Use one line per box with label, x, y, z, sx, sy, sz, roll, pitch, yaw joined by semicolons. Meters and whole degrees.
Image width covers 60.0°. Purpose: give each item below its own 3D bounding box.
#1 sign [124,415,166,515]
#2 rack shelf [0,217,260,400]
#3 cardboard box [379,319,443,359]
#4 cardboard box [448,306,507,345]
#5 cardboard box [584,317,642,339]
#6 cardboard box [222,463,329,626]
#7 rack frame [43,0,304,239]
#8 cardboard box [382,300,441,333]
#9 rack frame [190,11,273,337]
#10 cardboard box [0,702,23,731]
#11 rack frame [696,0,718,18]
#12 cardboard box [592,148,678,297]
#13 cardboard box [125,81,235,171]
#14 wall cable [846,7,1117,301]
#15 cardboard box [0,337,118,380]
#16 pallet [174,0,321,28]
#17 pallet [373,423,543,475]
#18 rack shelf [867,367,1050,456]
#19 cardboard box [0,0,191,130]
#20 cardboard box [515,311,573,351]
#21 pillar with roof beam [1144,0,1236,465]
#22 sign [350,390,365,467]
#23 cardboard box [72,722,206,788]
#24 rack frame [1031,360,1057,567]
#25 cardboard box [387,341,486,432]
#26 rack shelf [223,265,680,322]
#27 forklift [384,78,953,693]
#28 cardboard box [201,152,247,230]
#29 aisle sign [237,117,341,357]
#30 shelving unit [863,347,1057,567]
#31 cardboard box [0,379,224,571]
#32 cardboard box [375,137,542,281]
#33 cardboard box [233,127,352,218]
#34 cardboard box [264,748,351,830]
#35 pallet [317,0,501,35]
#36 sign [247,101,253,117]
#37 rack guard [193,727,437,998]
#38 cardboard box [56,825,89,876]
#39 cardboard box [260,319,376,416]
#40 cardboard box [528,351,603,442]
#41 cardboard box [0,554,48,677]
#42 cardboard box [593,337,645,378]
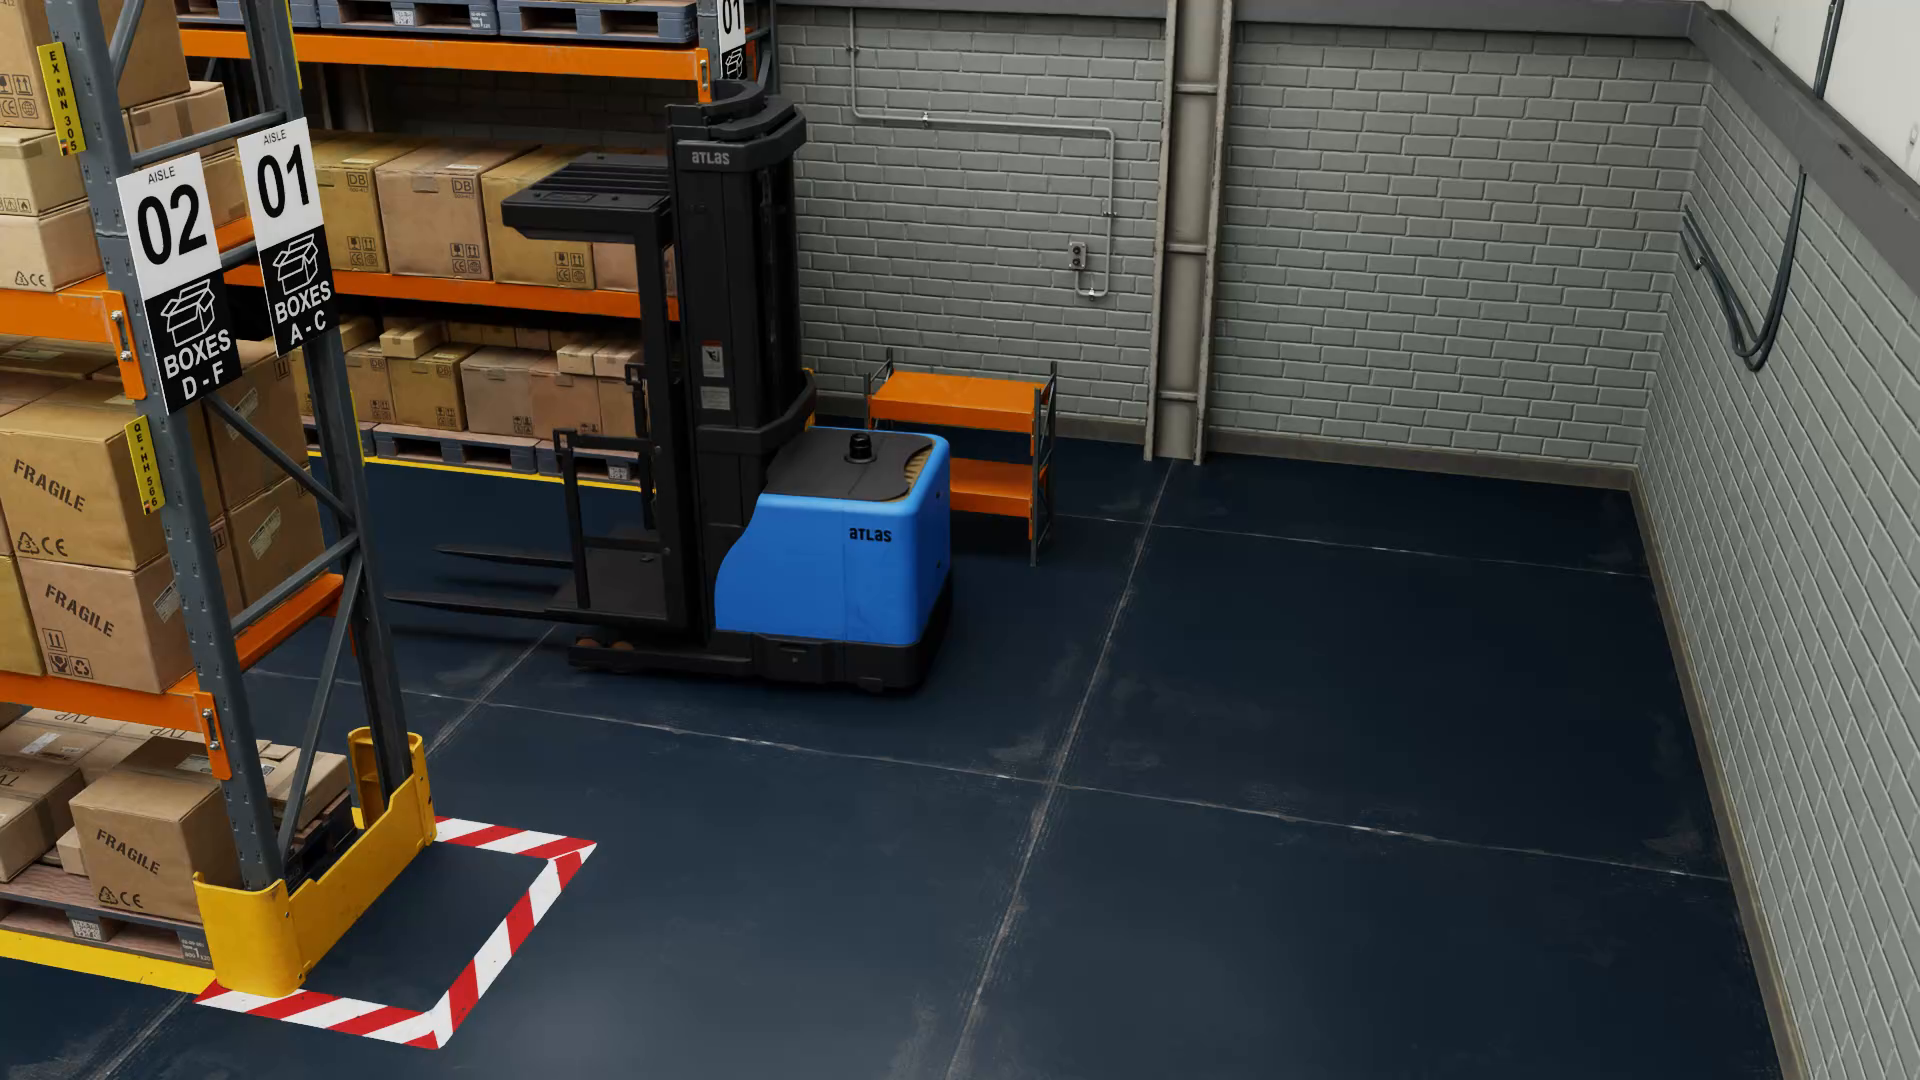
sign;-2.728;-0.250;5.570;0.005;0.325;0.100;6;26;13
rack shelf;-4.508;-1.057;6.328;4.000;0.370;1.077;6;26;13
cardboard box;-3.724;-1.367;11.296;0.250;0.149;0.380;6;26;12
cardboard box;-3.346;-1.495;11.566;0.250;0.149;0.380;6;26;12
cardboard box;-2.363;-1.387;11.338;0.250;0.149;0.380;6;26;13
cardboard box;-2.935;-0.016;6.677;0.500;0.500;0.500;7;26;14
rack frame;-2.571;-2.522;5.078;0.127;3.000;1.000;6;26;13
cardboard box;-3.841;-1.550;11.681;0.250;0.149;0.380;5;26;11
rack frame;-5.215;-2.304;11.600;0.127;3.000;1.000;6;26;13
cardboard box;-4.624;0.886;7.292;0.637;0.503;0.797;6;26;13
rack frame;-1.341;-4.585;9.411;0.127;3.000;1.000;6;26;13
cardboard box;-1.837;-2.062;10.742;0.700;0.700;0.980;8;26;15
cardboard box;-3.003;-1.489;5.991;0.500;0.250;0.500;6;26;13
wall cable;0.135;-2.591;11.021;1.851;1.984;0.084;6;26;13
cardboard box;-3.443;-0.520;6.573;0.500;0.500;0.500;7;26;14
pallet;-4.425;-3.526;10.781;1.213;0.211;1.003;6;26;13
pallet;-3.312;-0.801;11.688;1.213;0.211;1.003;6;26;13
rack shelf;0.007;-0.771;9.881;1.000;0.278;0.538;6;26;13
cardboard box;-3.072;-1.712;5.588;0.500;0.500;0.700;6;26;13
cardboard box;-2.852;-1.441;11.451;0.250;0.149;0.380;7;26;14
pillar with roof beam;0.418;-2.863;5.796;0.400;9.000;9.100;6;26;13
sign;-2.436;-0.430;6.656;0.005;0.325;0.100;6;26;13
cardboard box;-3.511;1.000;7.347;0.500;0.250;0.500;6;26;13
rack frame;0.499;-0.453;9.892;0.032;1.125;0.500;6;26;13
cardboard box;-3.534;-1.131;11.556;0.500;0.500;0.700;7;26;14
rack shelf;-3.278;-1.765;11.305;4.000;0.370;1.077;6;26;13
forklift;-1.609;-0.834;8.593;3.031;2.935;1.130;5;26;9
cardboard box;-3.005;-1.261;6.093;0.500;0.250;0.500;6;26;13
aisle sign;-2.432;-1.102;6.051;0.004;0.787;0.394;6;26;13
shelving unit;0.007;-0.507;10.007;1.048;1.125;0.538;6;26;13
cardboard box;-3.070;-0.243;5.991;0.500;0.500;0.500;6;26;13
cardboard box;-3.281;-2.220;11.075;0.700;0.700;0.980;5;26;10
cardboard box;-4.693;-2.375;11.399;0.700;0.700;0.980;7;26;14
cardboard box;-2.891;1.088;7.281;0.250;0.149;0.380;6;26;13
pallet;-3.247;-3.395;10.505;1.213;0.211;1.003;6;26;13
sign;-5.078;-2.962;11.883;0.005;0.325;0.100;6;26;13
rack guard;-2.644;1.307;6.922;0.348;0.500;1.175;6;26;13
cardboard box;-3.529;1.231;6.959;0.250;0.166;0.380;6;26;13
cardboard box;-4.516;-1.242;11.789;0.500;0.500;0.700;7;26;14
cardboard box;-2.528;-1.024;11.330;0.500;0.500;0.700;6;26;13
cardboard box;-3.576;0.153;6.323;0.500;0.500;0.500;7;26;13
cardboard box;-2.213;-1.201;10.948;0.250;0.149;0.380;6;26;12
